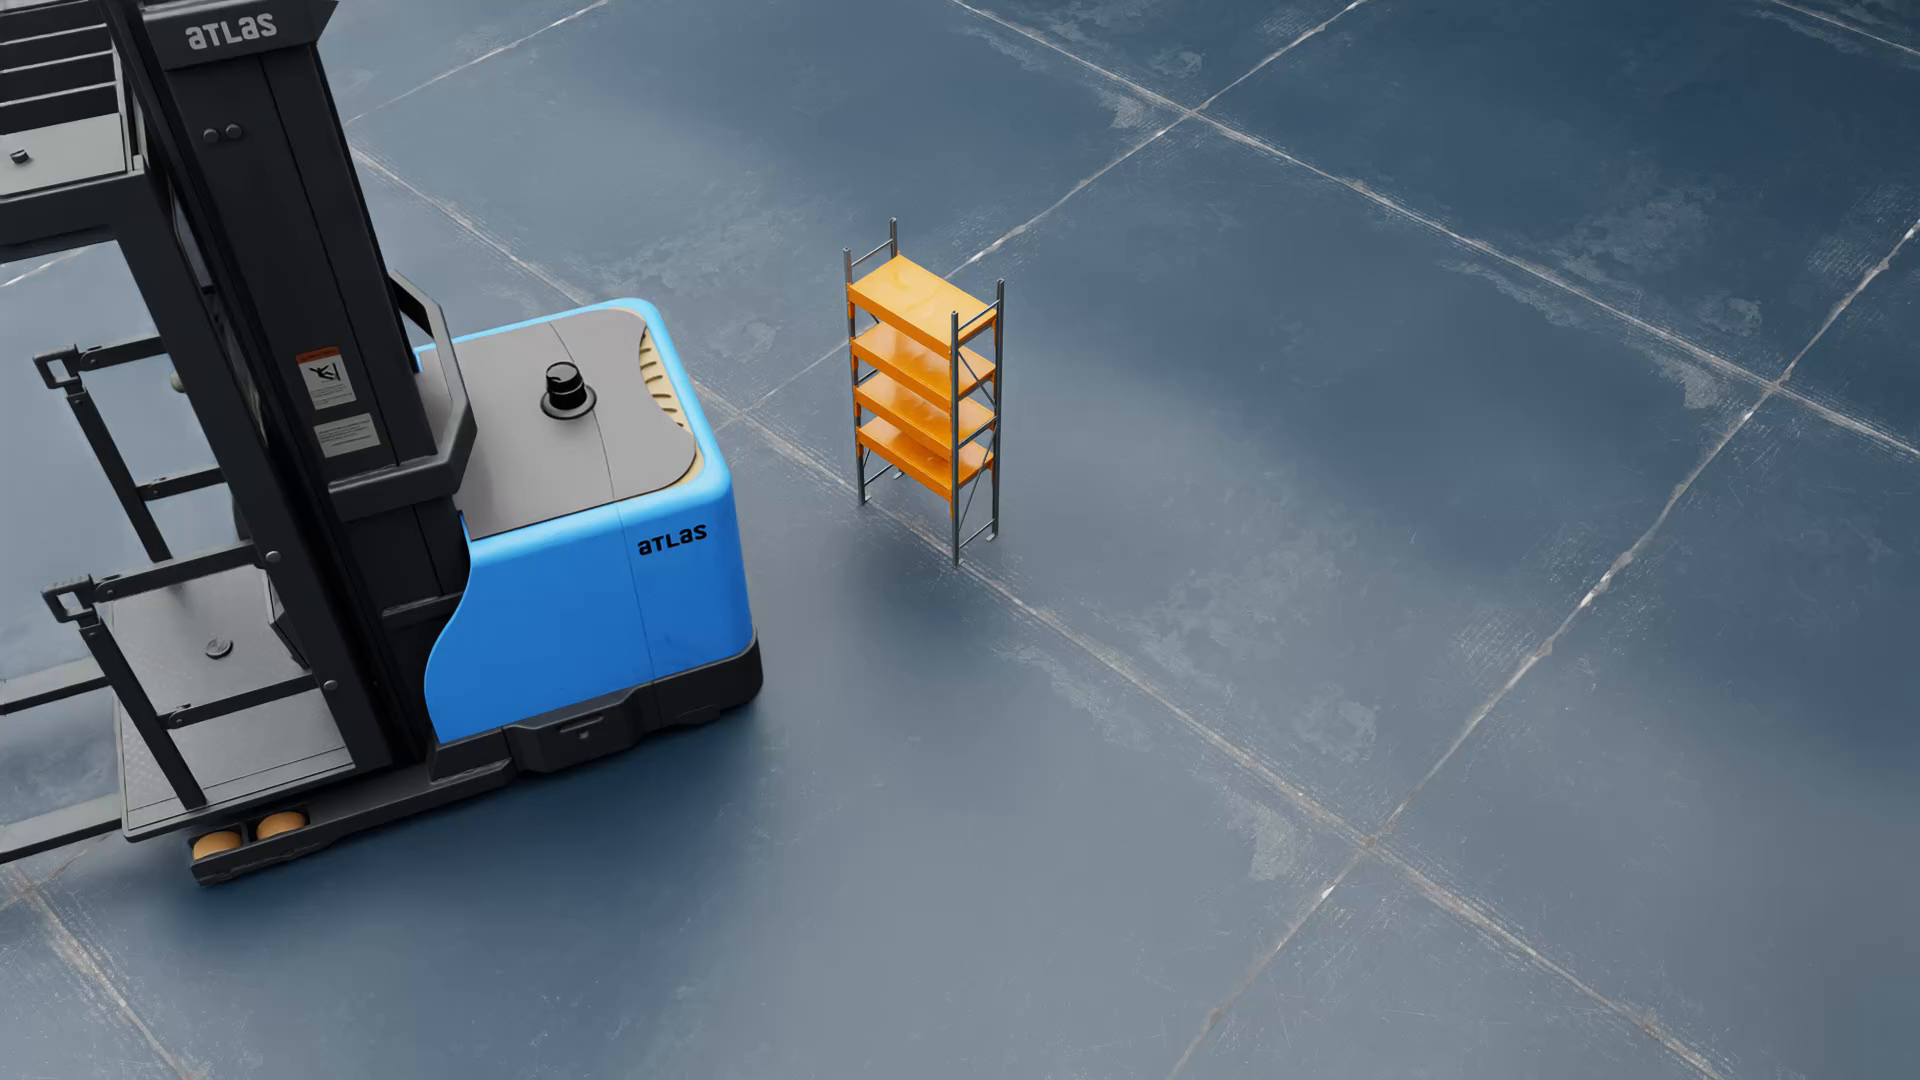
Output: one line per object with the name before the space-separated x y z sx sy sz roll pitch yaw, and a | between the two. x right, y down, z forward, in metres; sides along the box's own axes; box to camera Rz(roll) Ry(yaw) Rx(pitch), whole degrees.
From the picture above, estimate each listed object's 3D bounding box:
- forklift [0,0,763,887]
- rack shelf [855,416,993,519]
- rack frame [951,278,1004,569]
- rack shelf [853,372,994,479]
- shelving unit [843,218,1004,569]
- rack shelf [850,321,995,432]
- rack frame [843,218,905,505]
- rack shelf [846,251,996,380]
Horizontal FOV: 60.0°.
forklift | -2.243 -0.370 4.587 3.031 2.935 1.130 -16 49 -15
rack shelf | -0.122 -0.311 6.083 0.480 0.148 0.258 34 55 28
rack frame | 0.058 -0.372 5.776 0.015 1.200 0.240 34 55 28
rack shelf | -0.122 -0.446 5.938 0.480 0.148 0.258 34 55 28
shelving unit | -0.122 -0.493 5.889 0.503 1.200 0.258 34 55 28
rack shelf | -0.122 -0.600 5.775 0.480 0.148 0.258 34 55 28
rack frame | -0.301 -0.613 6.003 0.015 1.200 0.240 34 55 28
rack shelf | -0.122 -0.762 5.603 0.480 0.148 0.258 34 55 28
